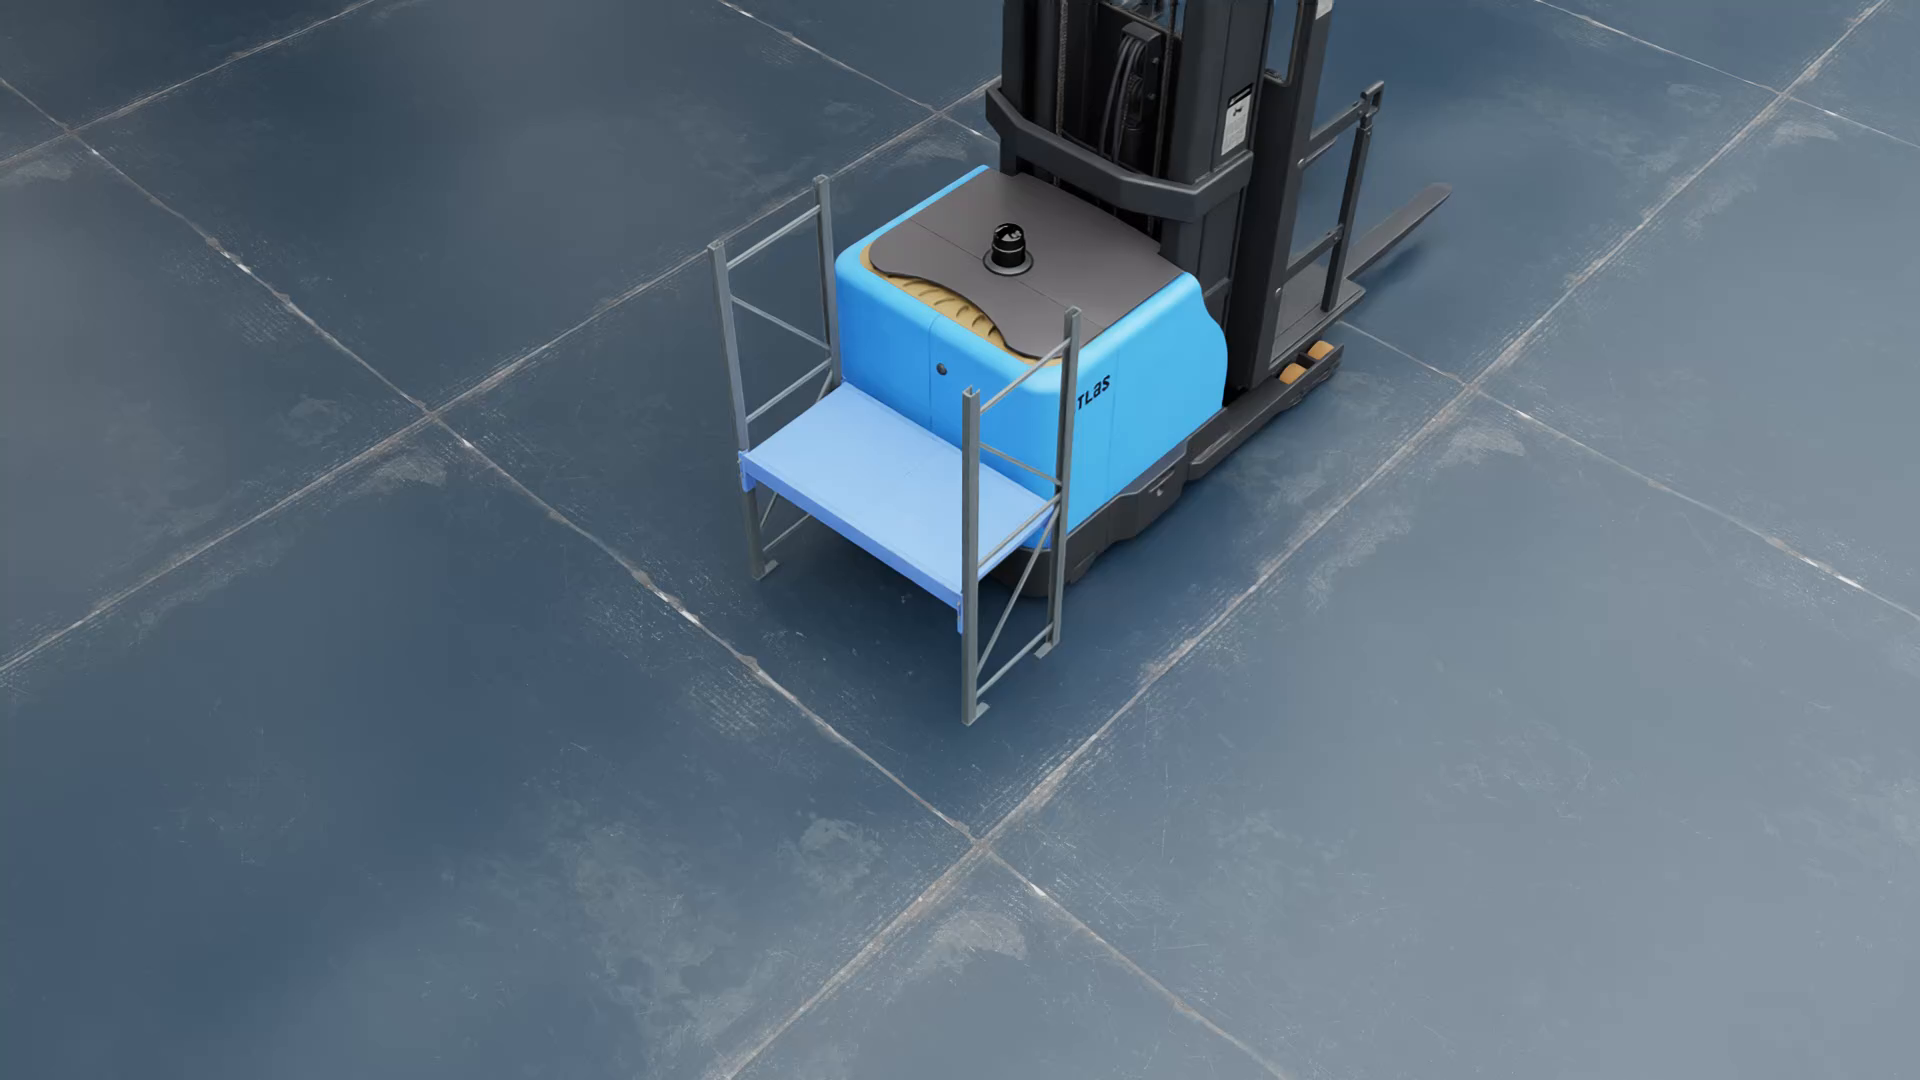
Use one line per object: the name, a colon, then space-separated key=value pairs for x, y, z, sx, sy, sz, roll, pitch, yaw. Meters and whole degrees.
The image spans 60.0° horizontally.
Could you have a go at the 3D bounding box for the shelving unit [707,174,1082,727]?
shelving unit: x=-0.206 y=-0.264 z=5.469 sx=1.048 sy=1.500 sz=0.538 roll=32 pitch=55 yaw=27

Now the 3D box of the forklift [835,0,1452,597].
forklift: x=0.924 y=-1.784 z=5.915 sx=1.130 sy=2.935 sz=3.031 roll=34 pitch=56 yaw=28

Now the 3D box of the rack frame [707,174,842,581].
rack frame: x=-0.591 y=-0.506 z=5.696 sx=0.032 sy=1.500 sz=0.500 roll=32 pitch=55 yaw=27

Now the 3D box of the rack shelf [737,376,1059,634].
rack shelf: x=-0.206 y=-0.141 z=5.600 sx=1.000 sy=0.185 sz=0.538 roll=32 pitch=55 yaw=27

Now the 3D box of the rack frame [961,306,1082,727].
rack frame: x=0.180 y=-0.022 z=5.242 sx=0.032 sy=1.500 sz=0.500 roll=32 pitch=55 yaw=27
